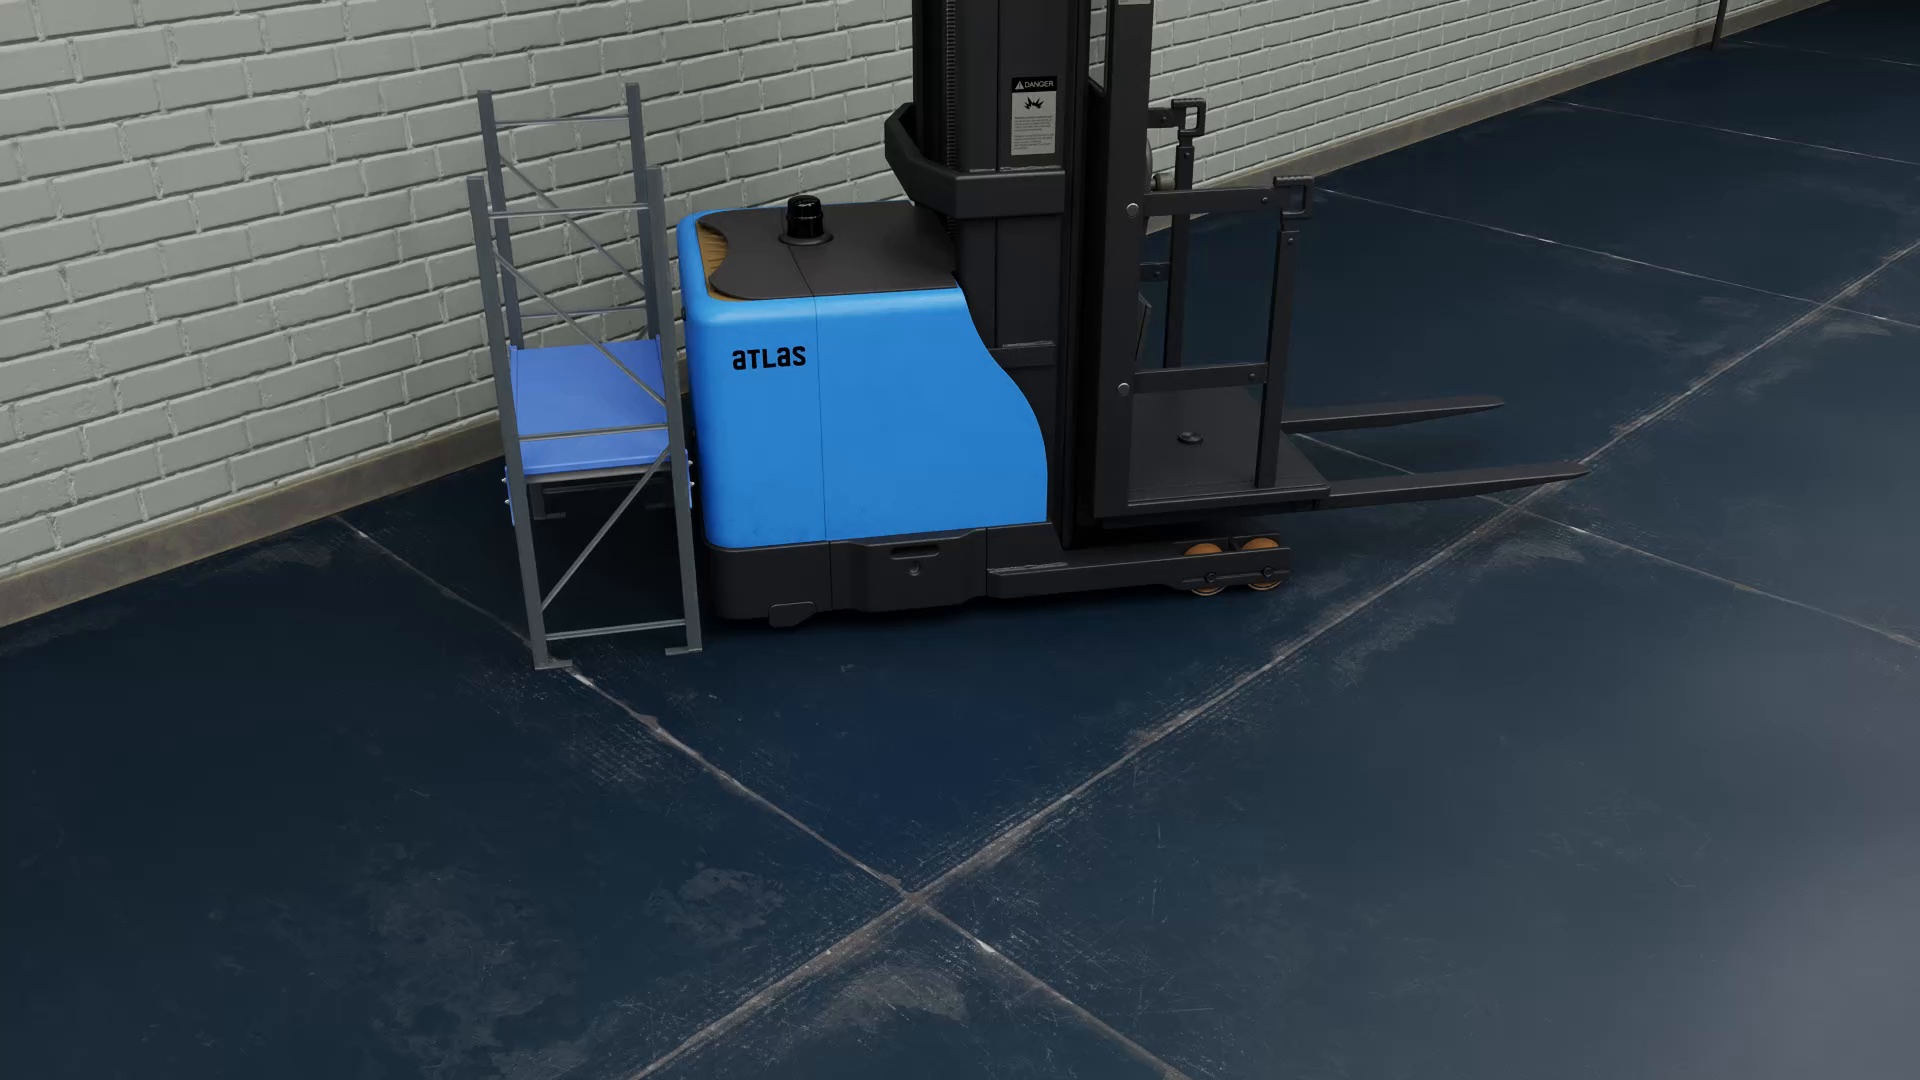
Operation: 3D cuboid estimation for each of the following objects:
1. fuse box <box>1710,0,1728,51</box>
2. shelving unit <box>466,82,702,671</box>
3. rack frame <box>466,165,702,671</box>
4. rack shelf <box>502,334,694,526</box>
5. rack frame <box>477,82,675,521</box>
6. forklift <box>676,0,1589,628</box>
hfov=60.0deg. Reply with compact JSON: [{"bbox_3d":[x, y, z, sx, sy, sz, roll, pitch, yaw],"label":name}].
[{"bbox_3d":[5.972,-4.616,12.690,0.414,1.711,0.539,25,36,38],"label":"fuse box"},{"bbox_3d":[-1.151,-0.532,5.151,0.538,1.500,1.048,-6,28,-11],"label":"shelving unit"},{"bbox_3d":[-1.037,-0.302,4.713,0.500,1.500,0.032,-6,28,-11],"label":"rack frame"},{"bbox_3d":[-1.151,-0.373,5.235,0.538,0.185,1.000,-6,28,-11],"label":"rack shelf"},{"bbox_3d":[-1.265,-0.763,5.590,0.500,1.500,0.032,-6,28,-11],"label":"rack frame"},{"bbox_3d":[0.617,-1.353,5.174,3.031,2.935,1.130,-5,28,-10],"label":"forklift"}]
